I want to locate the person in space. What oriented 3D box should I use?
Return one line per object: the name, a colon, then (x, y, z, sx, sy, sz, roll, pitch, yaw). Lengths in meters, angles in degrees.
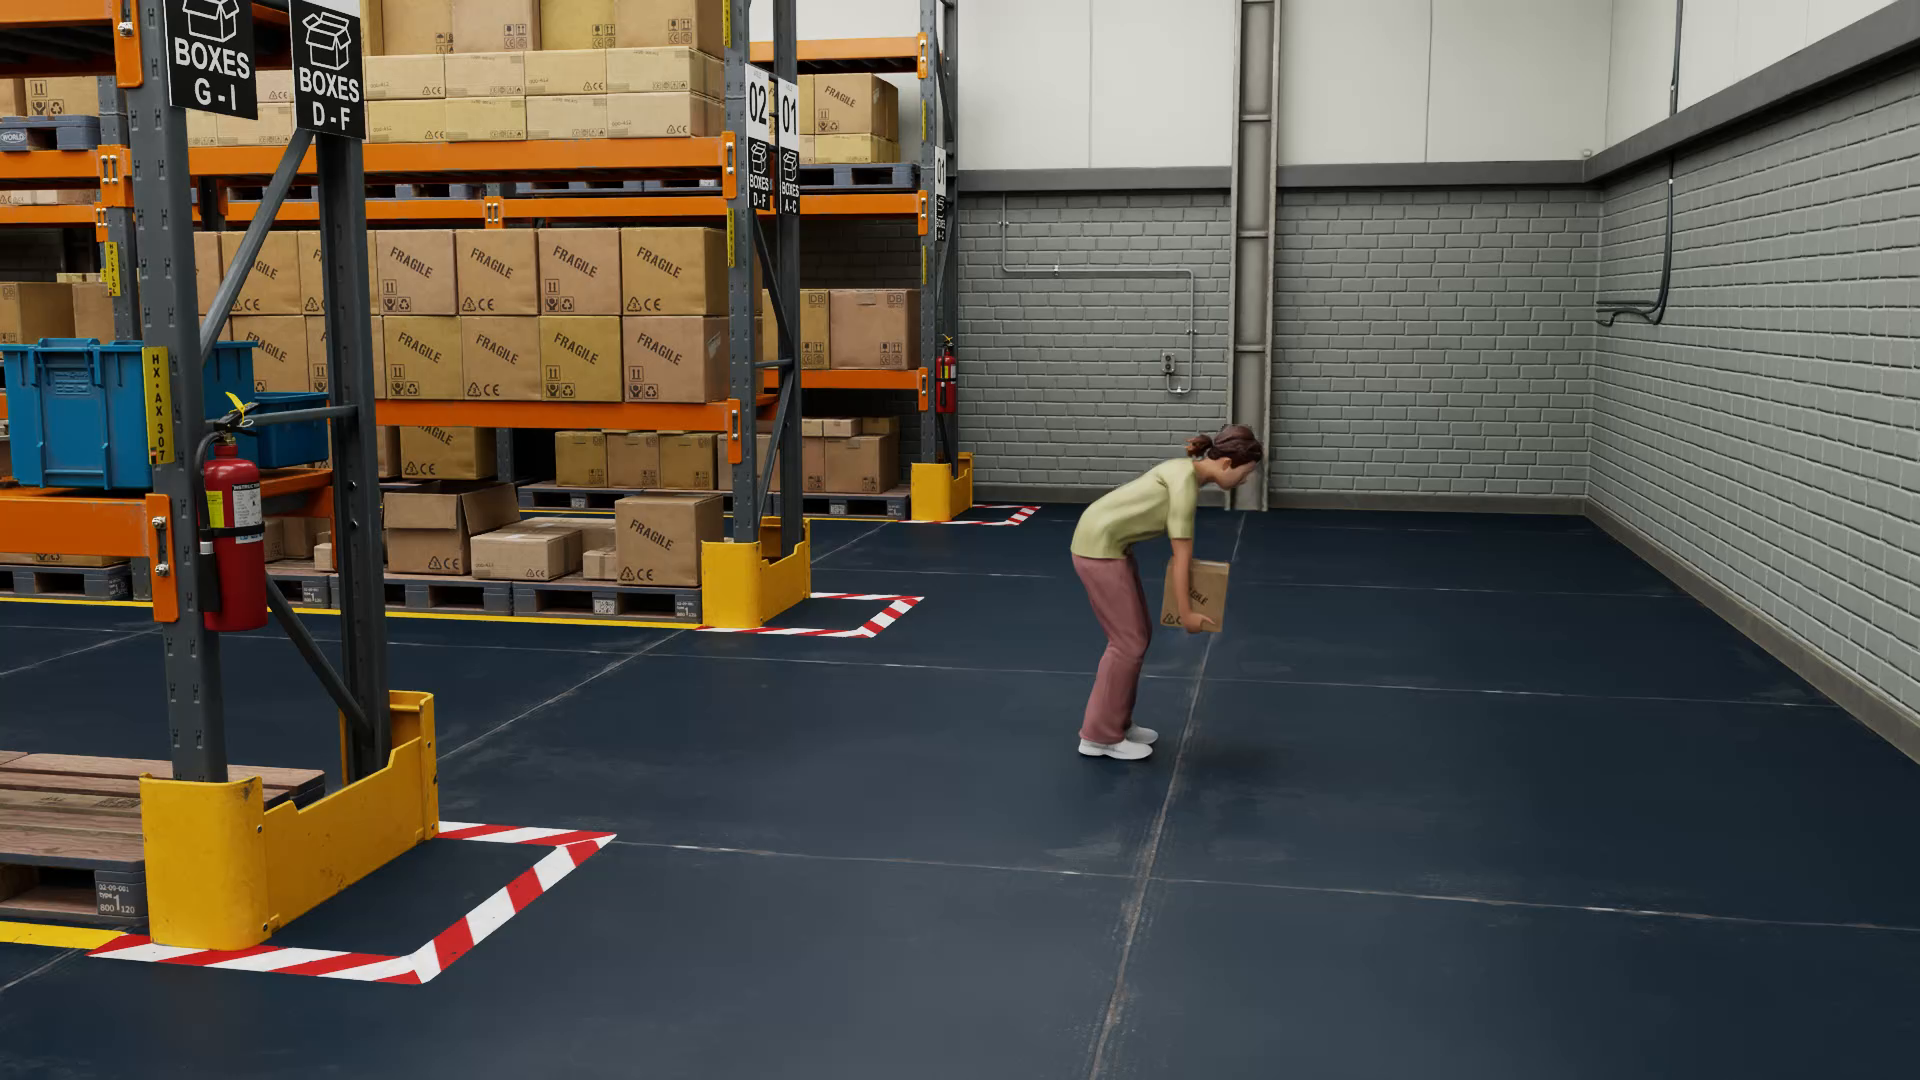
person: (0.850, 0.211, 6.906, 0.777, 1.380, 0.406, 1, 8, 10)
